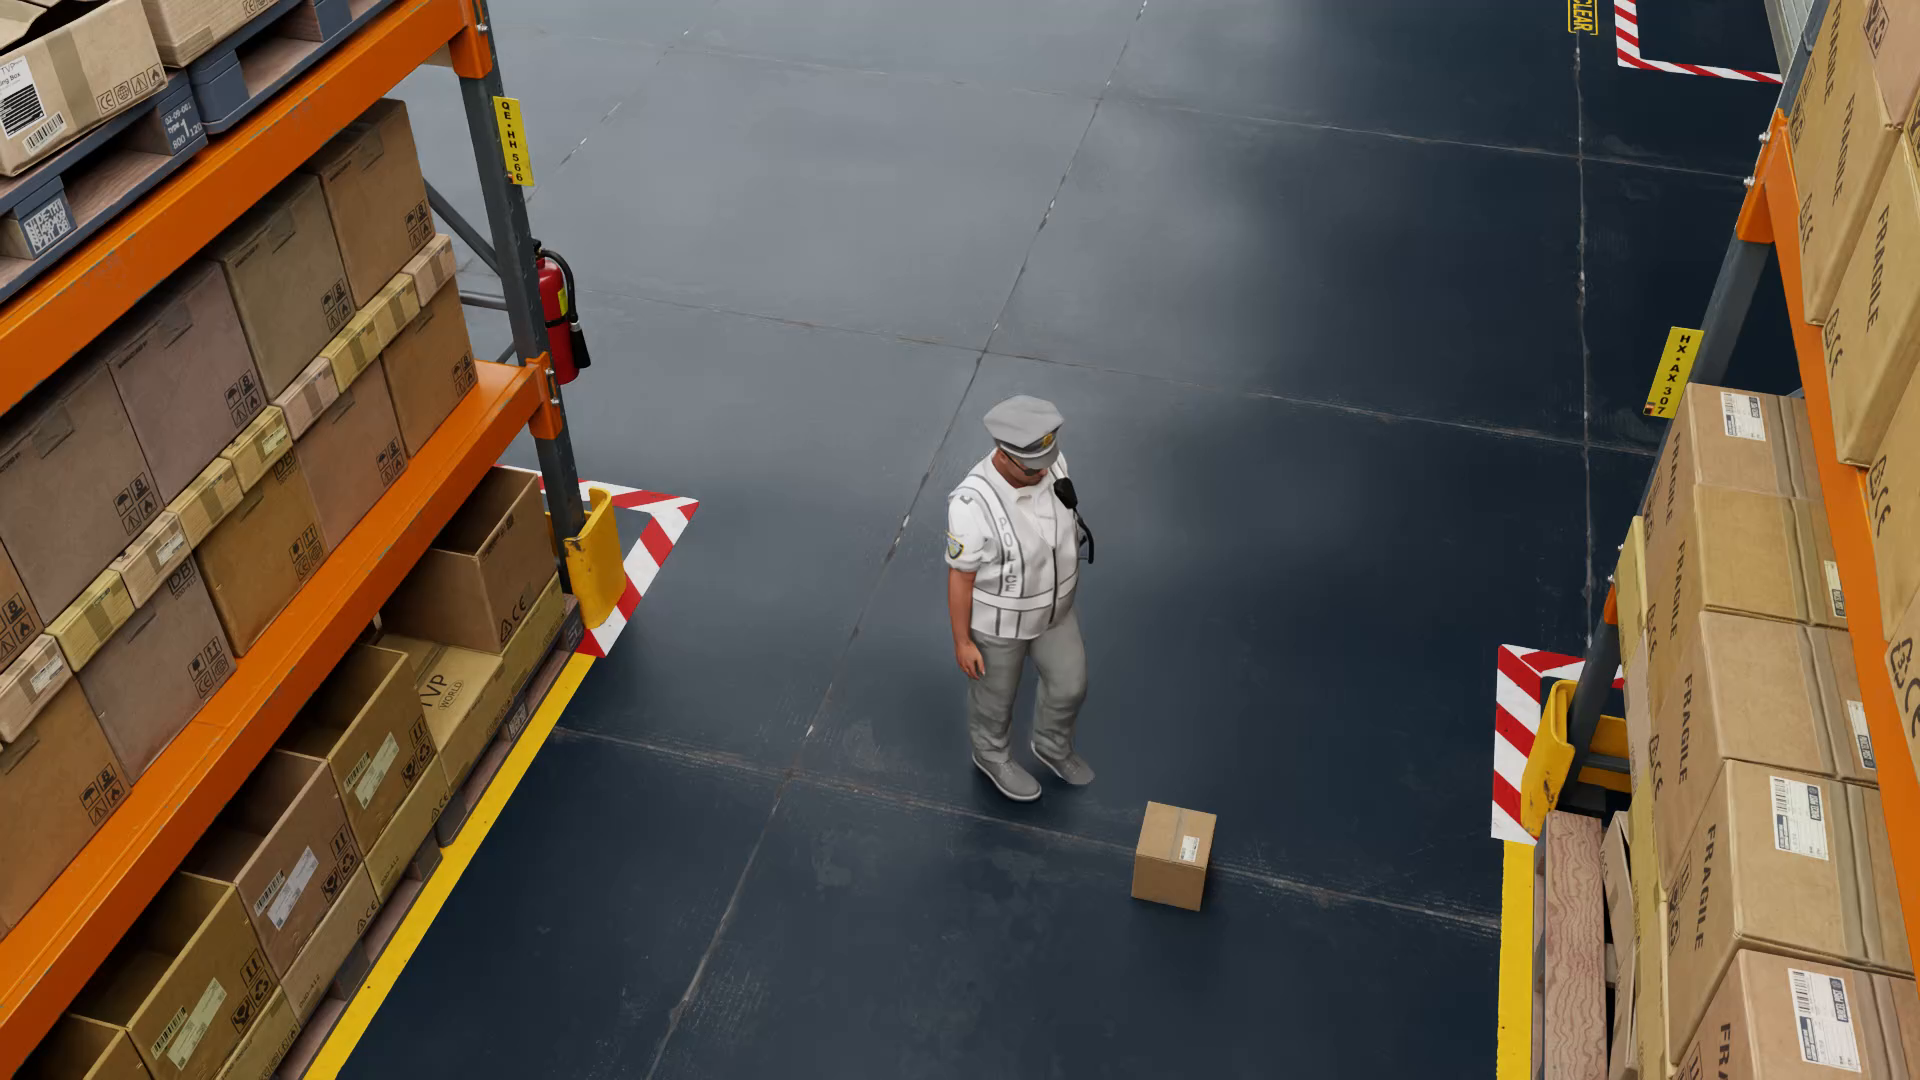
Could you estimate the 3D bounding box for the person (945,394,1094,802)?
[{"bbox_3d":[0.215,0.287,5.868,0.556,1.824,0.465,-29,48,-29],"label":"person"}]
